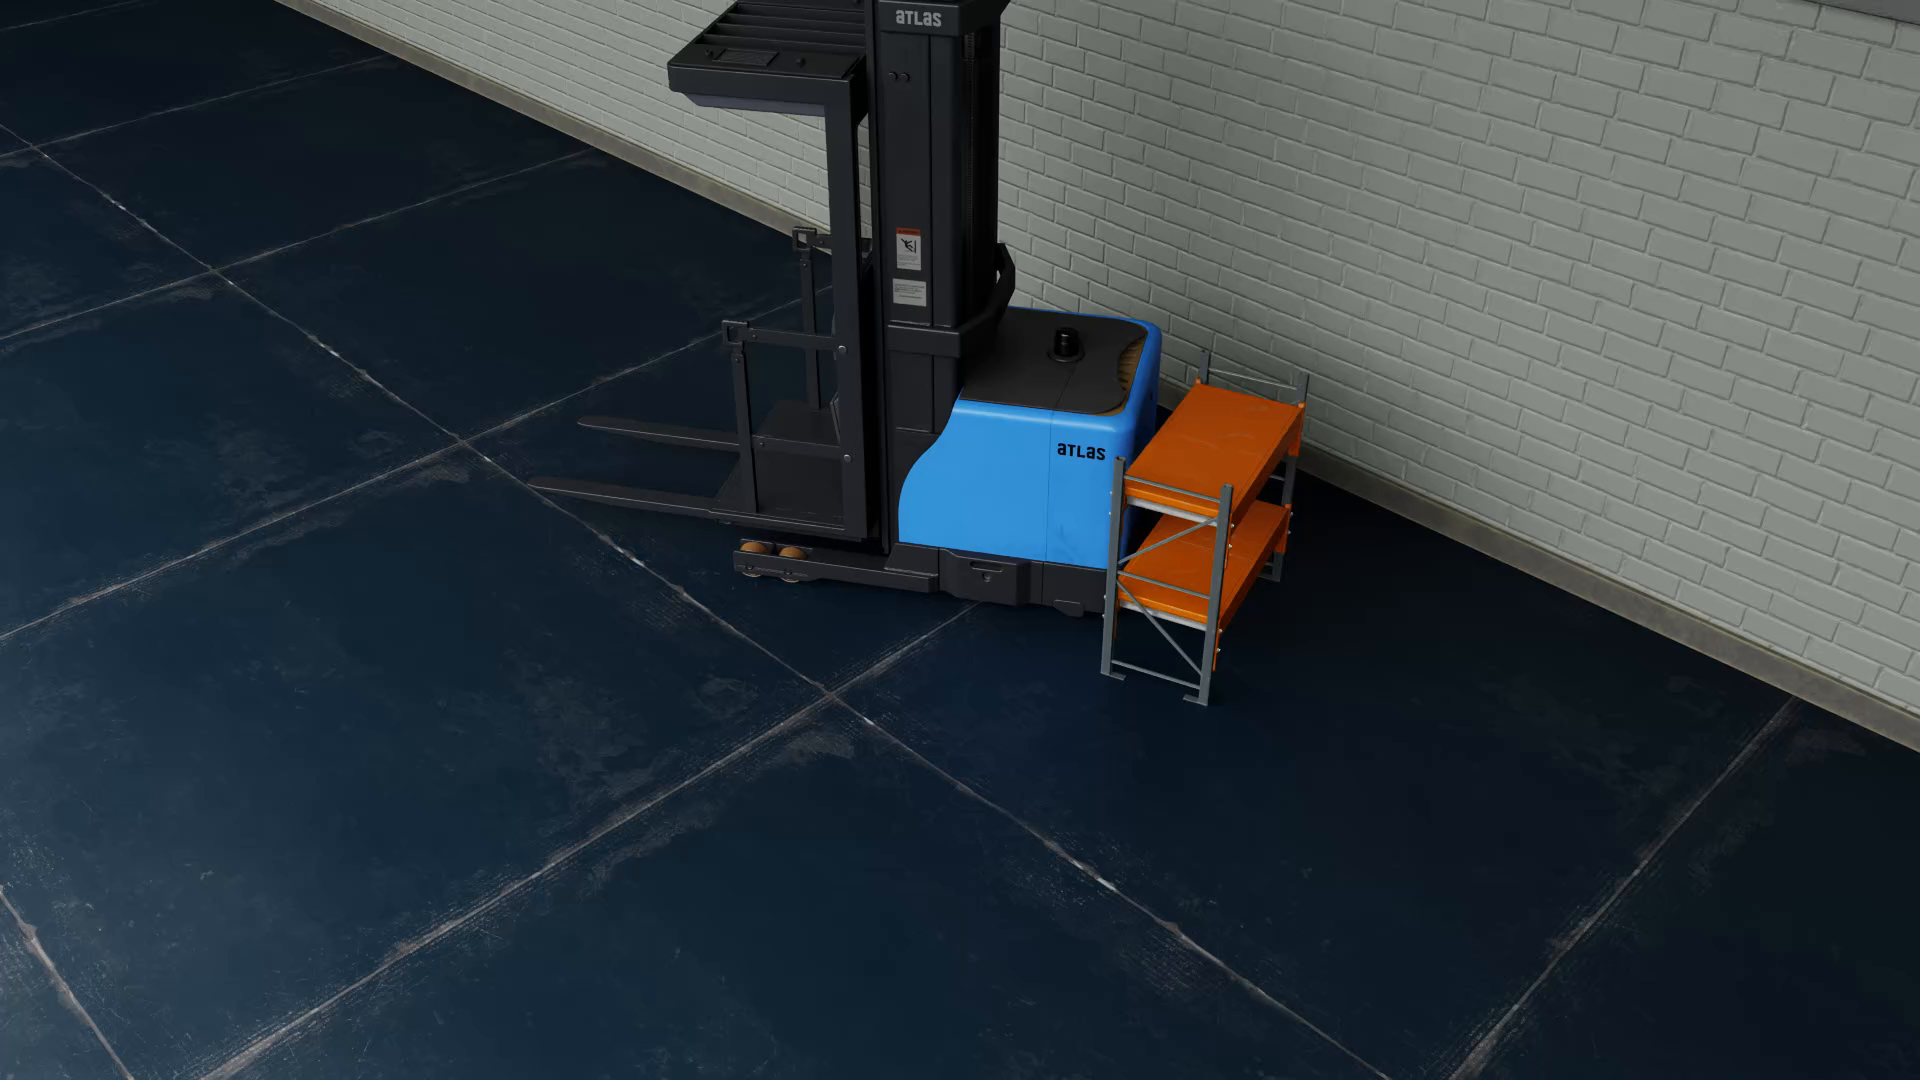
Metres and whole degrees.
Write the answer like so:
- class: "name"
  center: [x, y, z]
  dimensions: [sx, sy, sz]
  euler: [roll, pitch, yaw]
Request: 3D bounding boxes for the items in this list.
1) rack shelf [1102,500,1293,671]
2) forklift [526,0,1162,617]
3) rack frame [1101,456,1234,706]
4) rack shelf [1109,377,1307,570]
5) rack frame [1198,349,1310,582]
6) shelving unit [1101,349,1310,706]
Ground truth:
- class: "rack shelf"
  center: [1.085, 0.130, 7.508]
  dimensions: [0.538, 0.278, 1.000]
  euler: [16, 38, 22]
- class: "forklift"
  center: [-0.606, -1.284, 7.529]
  dimensions: [3.031, 2.935, 1.130]
  euler: [8, 36, 11]
- class: "rack frame"
  center: [0.856, 0.189, 6.996]
  dimensions: [0.500, 1.125, 0.032]
  euler: [16, 38, 22]
- class: "rack shelf"
  center: [1.085, -0.311, 7.201]
  dimensions: [0.538, 0.278, 1.000]
  euler: [16, 38, 22]
- class: "rack frame"
  center: [1.313, -0.330, 7.740]
  dimensions: [0.500, 1.125, 0.032]
  euler: [16, 38, 22]
- class: "shelving unit"
  center: [1.085, -0.071, 7.368]
  dimensions: [0.538, 1.125, 1.048]
  euler: [16, 38, 22]
